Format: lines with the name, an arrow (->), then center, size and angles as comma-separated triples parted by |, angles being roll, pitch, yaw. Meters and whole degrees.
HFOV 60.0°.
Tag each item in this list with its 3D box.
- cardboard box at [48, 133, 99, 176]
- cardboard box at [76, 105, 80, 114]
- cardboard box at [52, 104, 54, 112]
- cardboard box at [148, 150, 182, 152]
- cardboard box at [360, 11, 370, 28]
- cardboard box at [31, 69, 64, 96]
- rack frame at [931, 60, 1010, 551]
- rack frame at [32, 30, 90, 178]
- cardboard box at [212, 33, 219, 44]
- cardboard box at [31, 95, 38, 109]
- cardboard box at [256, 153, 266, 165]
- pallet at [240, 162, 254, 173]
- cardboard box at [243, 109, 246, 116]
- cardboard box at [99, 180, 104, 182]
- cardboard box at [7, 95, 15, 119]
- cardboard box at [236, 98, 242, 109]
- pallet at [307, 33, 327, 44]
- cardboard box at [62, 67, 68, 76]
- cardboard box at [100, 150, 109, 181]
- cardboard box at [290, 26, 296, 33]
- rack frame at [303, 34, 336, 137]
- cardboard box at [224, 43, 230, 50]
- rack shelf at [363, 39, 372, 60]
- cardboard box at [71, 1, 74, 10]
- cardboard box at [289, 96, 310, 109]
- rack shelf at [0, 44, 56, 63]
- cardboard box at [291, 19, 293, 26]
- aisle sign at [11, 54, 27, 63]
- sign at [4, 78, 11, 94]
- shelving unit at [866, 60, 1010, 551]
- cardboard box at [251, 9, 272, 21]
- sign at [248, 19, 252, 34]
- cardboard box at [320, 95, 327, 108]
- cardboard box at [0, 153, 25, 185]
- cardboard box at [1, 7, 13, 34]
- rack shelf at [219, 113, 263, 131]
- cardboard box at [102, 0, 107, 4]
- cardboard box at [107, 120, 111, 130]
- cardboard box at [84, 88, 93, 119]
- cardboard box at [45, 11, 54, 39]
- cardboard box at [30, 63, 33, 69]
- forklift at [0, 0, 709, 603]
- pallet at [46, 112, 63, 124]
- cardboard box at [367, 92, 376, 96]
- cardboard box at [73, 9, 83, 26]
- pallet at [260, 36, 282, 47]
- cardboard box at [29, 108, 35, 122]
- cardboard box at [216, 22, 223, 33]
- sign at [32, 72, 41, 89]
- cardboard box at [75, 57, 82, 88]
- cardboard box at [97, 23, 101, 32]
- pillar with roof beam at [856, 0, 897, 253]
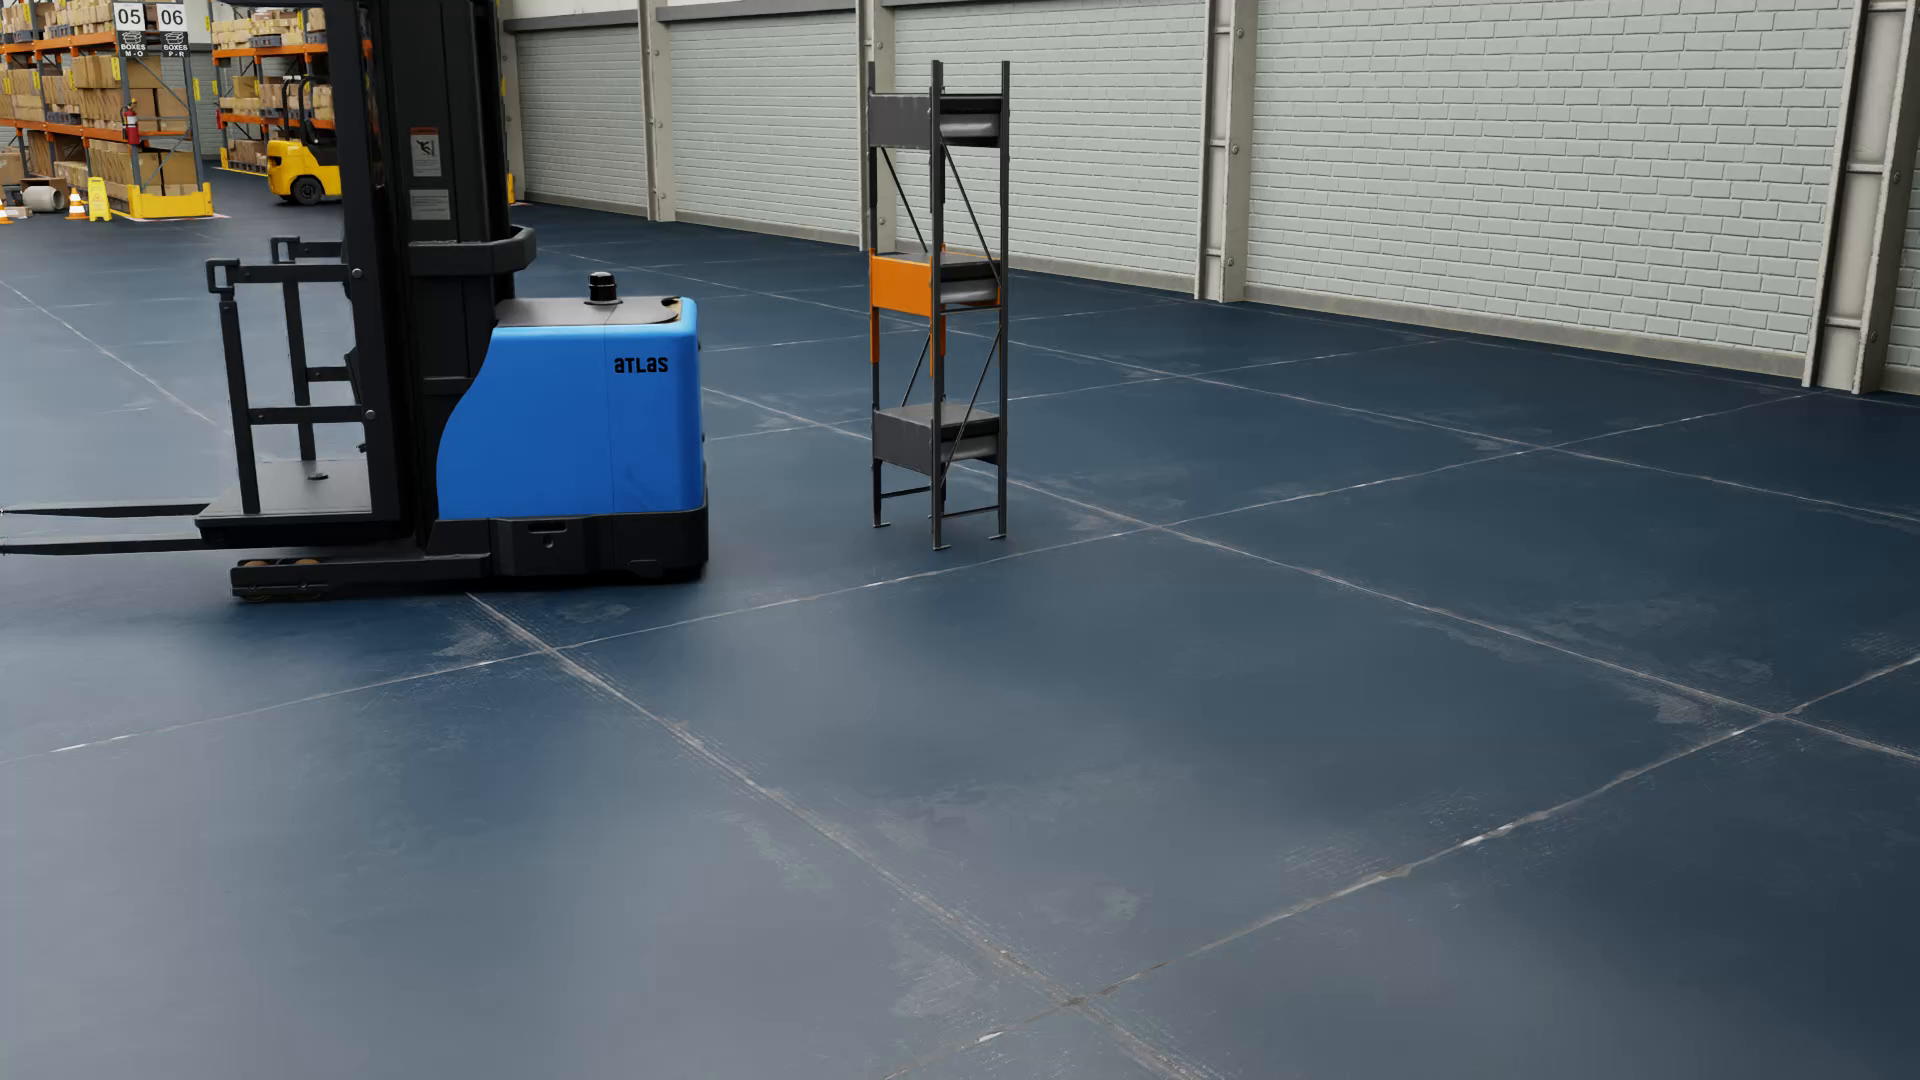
cardboard box -> -17.450, -7.602, 32.897 | 0.875, 0.875, 0.875 | -11, 19, -35
cardboard box -> -15.285, -7.558, 29.188 | 0.380, 0.149, 0.250 | -11, 19, -34
cardboard box -> -16.808, -8.115, 31.225 | 0.380, 0.149, 0.250 | -12, 20, -38
cardboard box -> -12.984, -6.124, 27.263 | 0.500, 0.500, 0.500 | -12, 19, -37
cardboard box -> -11.369, -9.952, 31.756 | 0.500, 0.311, 0.500 | -12, 19, -36
cardboard box -> -17.627, -8.864, 32.196 | 0.500, 0.500, 0.500 | -11, 19, -36
rack frame -> 0.046, -0.996, 7.238 | 0.400, 2.100, 0.015 | -11, 19, -35
rack frame -> -17.112, -8.263, 32.086 | 1.000, 3.000, 0.127 | -11, 19, -35
cardboard box -> -17.763, -12.124, 40.228 | 0.500, 0.250, 0.500 | -11, 19, -35
cardboard box -> -17.906, -8.605, 32.671 | 0.500, 0.250, 0.500 | -11, 19, -36
cardboard box -> -16.226, -8.922, 38.876 | 0.396, 0.266, 0.258 | -10, 18, -33
pallet -> -16.575, -8.951, 39.881 | 1.003, 0.211, 1.213 | -11, 19, -35
cardboard box -> -16.735, -10.129, 39.377 | 0.380, 0.149, 0.250 | -11, 19, -35
cardboard box -> -14.308, -6.005, 28.249 | 0.500, 0.250, 0.500 | -10, 18, -31
cardboard box -> -19.943, -9.225, 35.410 | 0.500, 0.500, 0.500 | -11, 19, -34
cardboard box -> -16.838, -10.354, 39.445 | 0.500, 0.250, 0.500 | -11, 19, -36
pallet -> -12.627, -10.259, 34.054 | 1.213, 0.211, 1.003 | -10, 18, -32
cardboard box -> -15.810, -8.380, 29.734 | 0.380, 0.149, 0.250 | -12, 19, -37
cardboard box -> -14.003, -6.256, 27.744 | 0.500, 0.500, 0.500 | -10, 18, -32
cardboard box -> -13.954, -10.804, 35.217 | 0.380, 0.149, 0.250 | -11, 19, -35
rack frame -> -13.099, -9.035, 34.904 | 1.000, 3.000, 0.127 | -11, 19, -35
cardboard box -> -17.268, -11.731, 39.549 | 0.380, 0.149, 0.250 | -11, 19, -35
rack shelf -> -9.571, -8.853, 29.921 | 1.077, 0.370, 4.000 | -11, 19, -35
cardboard box -> -14.662, -8.951, 27.880 | 0.380, 0.149, 0.250 | -10, 18, -33
cardboard box -> -13.981, -9.340, 35.507 | 0.500, 0.250, 0.500 | -12, 19, -37
rack shelf -> -20.639, -10.644, 36.466 | 1.077, 0.370, 4.000 | -11, 19, -35
cardboard box -> -13.922, -10.955, 35.202 | 0.380, 0.149, 0.250 | -11, 19, -35
aisle sign -> -21.607, -11.289, 38.216 | 0.394, 0.787, 0.004 | -11, 19, -35
sign -> -19.911, -9.487, 34.766 | 0.100, 0.325, 0.005 | -11, 19, -35
shelving unit -> -0.097, -1.048, 7.428 | 0.431, 2.100, 0.503 | -11, 19, -35
cardboard box -> -15.556, -11.690, 37.066 | 0.396, 0.266, 0.258 | -11, 19, -35
sign -> -15.885, -11.499, 37.246 | 0.100, 0.325, 0.005 | -11, 19, -35
cardboard box -> -12.742, -8.964, 33.981 | 0.500, 0.250, 0.500 | -10, 18, -33
cardboard box -> -16.182, -6.286, 28.162 | 0.500, 0.500, 0.500 | -11, 19, -35
cardboard box -> -19.180, -10.582, 33.890 | 0.500, 0.500, 0.500 | -11, 19, -36
rack shelf -> -16.627, -9.969, 39.680 | 1.077, 0.370, 4.000 | -11, 19, -35
cardboard box -> -13.131, -8.404, 25.884 | 0.380, 0.149, 0.250 | -11, 19, -35
cardboard box -> -13.609, -6.743, 27.006 | 0.380, 0.149, 0.250 | -11, 19, -35
cardboard box -> -14.412, -7.360, 28.033 | 0.500, 0.500, 0.500 | -11, 19, -35
cardboard box -> -16.562, -9.554, 30.931 | 0.700, 0.500, 0.500 | -11, 19, -35
cardboard box -> -19.787, -10.169, 35.736 | 0.380, 0.149, 0.250 | -11, 19, -35
forklift -> -2.619, -1.311, 6.815 | 3.031, 2.935, 1.130 | -2, 15, -8
pallet -> -16.606, -8.035, 31.615 | 1.213, 0.211, 1.003 | -11, 19, -35
cardboard box -> -11.127, -8.580, 31.825 | 0.380, 0.149, 0.250 | -10, 18, -33
cardboard box -> -14.412, -8.682, 27.654 | 0.500, 0.250, 0.500 | -11, 19, -35
pallet -> -14.512, -10.874, 36.297 | 1.213, 0.211, 1.003 | -11, 19, -35
cardboard box -> -18.215, -8.475, 33.144 | 0.500, 0.250, 0.500 | -11, 19, -35
cardboard box -> -17.461, -12.257, 39.767 | 0.500, 0.250, 0.500 | -11, 19, -35
sign -> -17.559, -8.735, 31.615 | 0.100, 0.325, 0.005 | -11, 19, -35
cardboard box -> -14.394, -7.843, 27.903 | 0.700, 0.500, 0.500 | -11, 19, -34
cardboard box -> -13.574, -8.191, 26.616 | 0.380, 0.149, 0.250 | -11, 19, -36
pillar with roof beam -> -4.502, -7.278, 17.121 | 9.100, 9.000, 0.400 | -11, 19, -35
